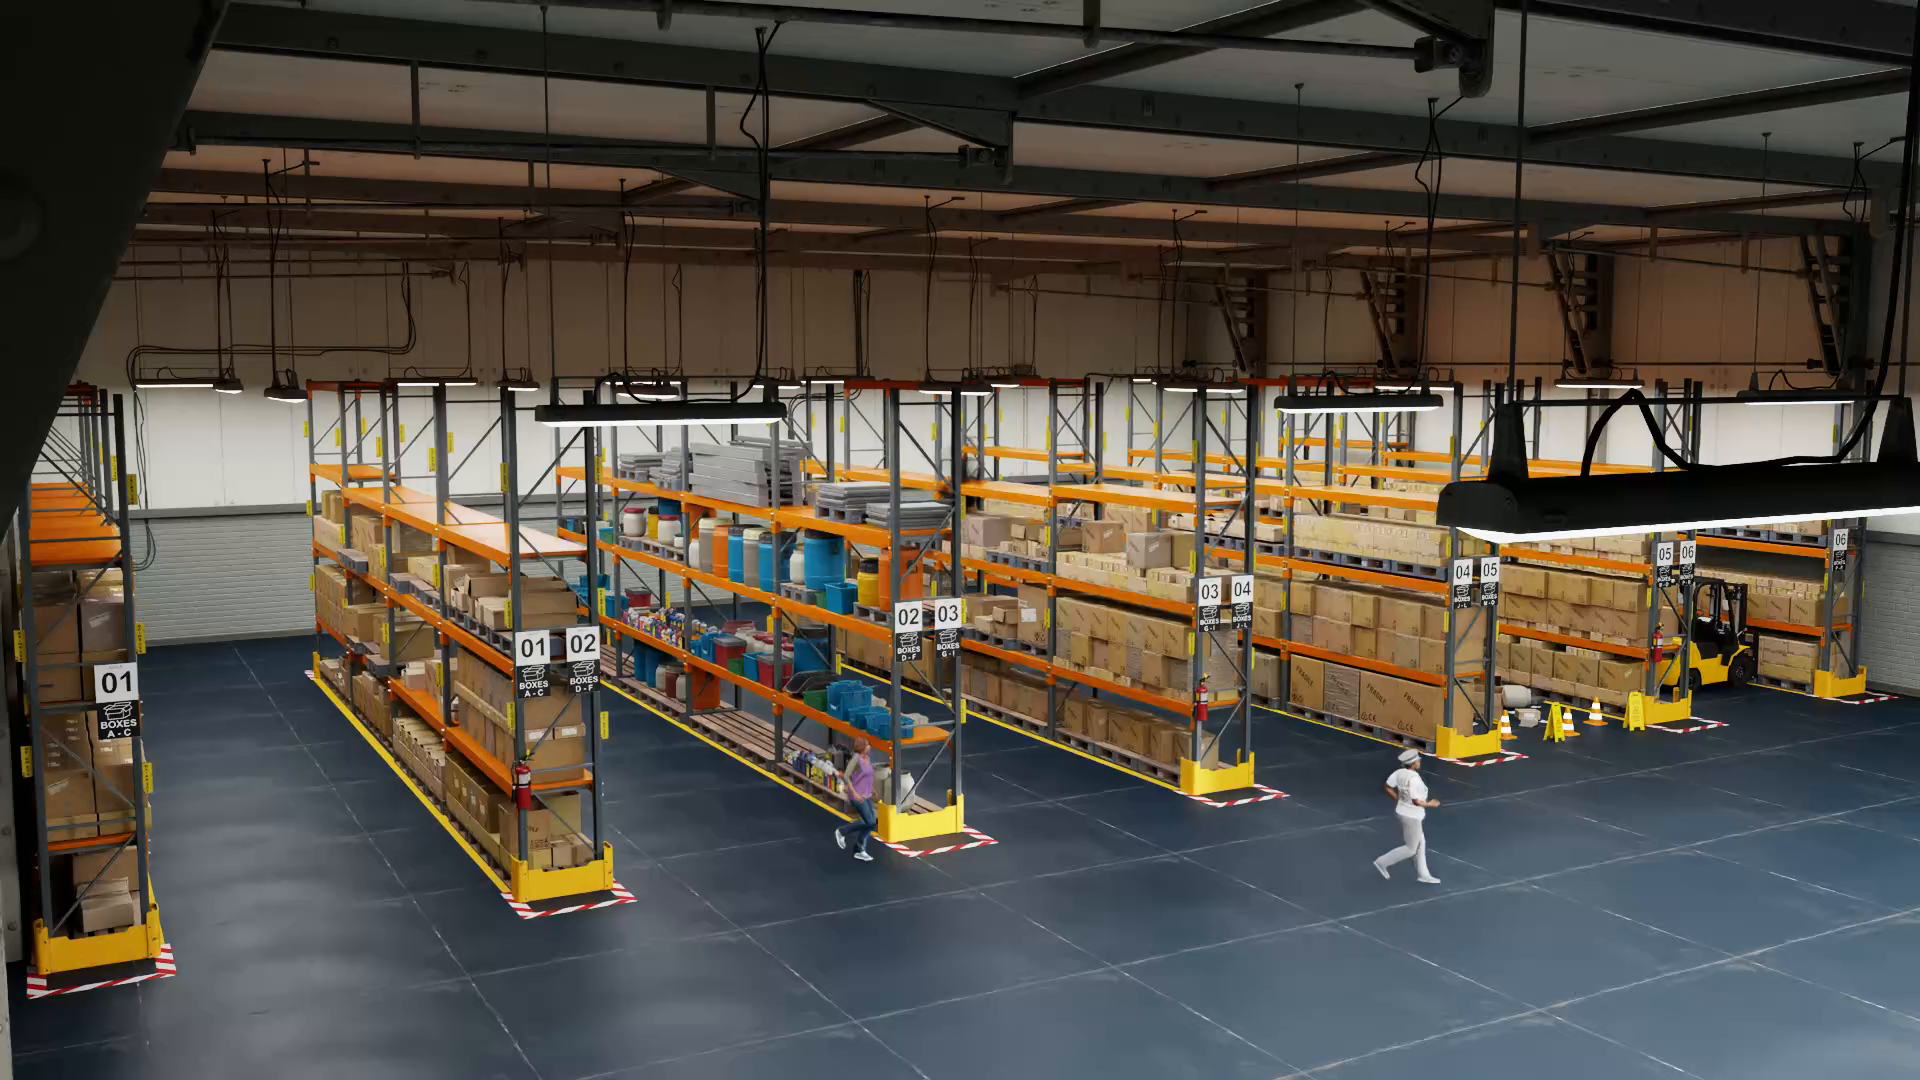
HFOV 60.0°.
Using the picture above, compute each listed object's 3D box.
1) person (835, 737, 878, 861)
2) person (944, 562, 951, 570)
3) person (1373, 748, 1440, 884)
[{"bbox_3d":[-1.287,3.302,21.386,0.529,1.525,0.576,2,7,21],"label":"person"},{"bbox_3d":[-0.233,1.352,38.734,0.743,1.737,0.767,-2,6,-17],"label":"person"},{"bbox_3d":[5.415,3.355,20.112,0.892,1.696,0.581,-1,6,-9],"label":"person"}]
